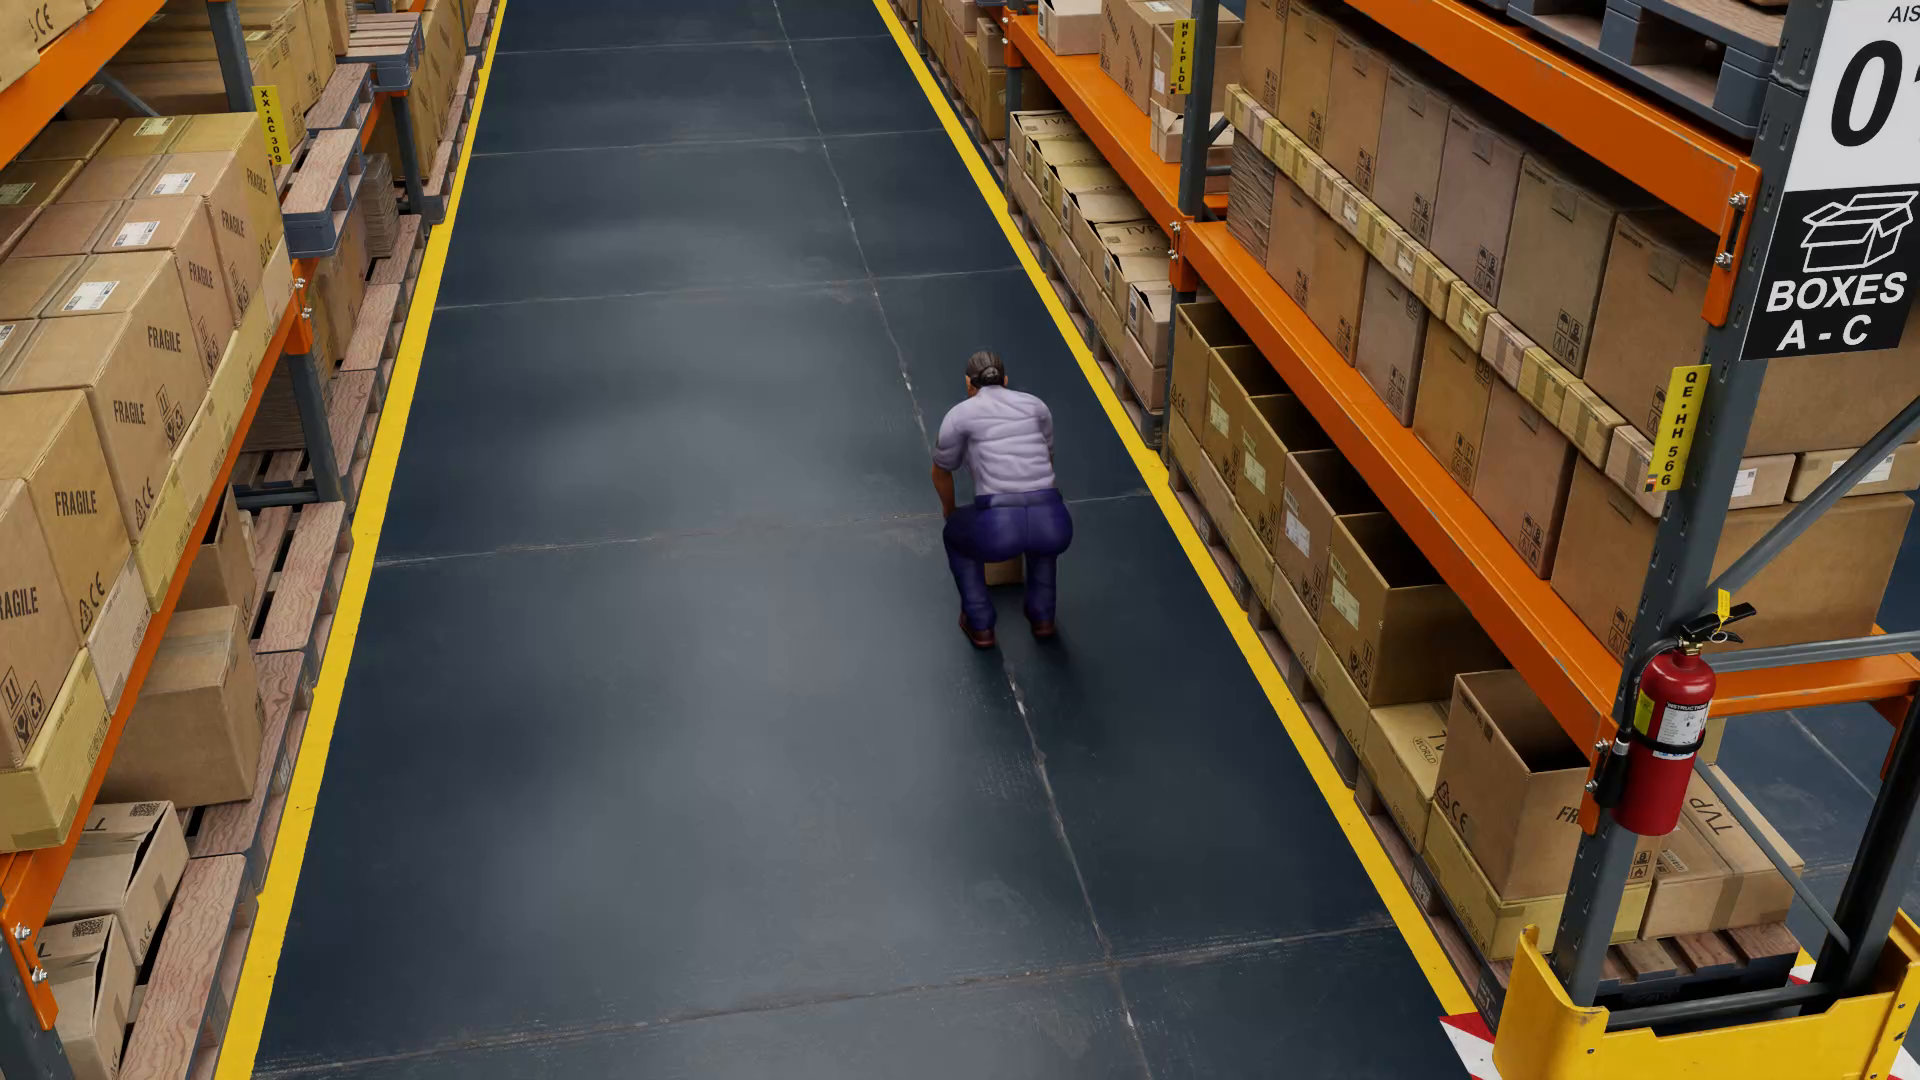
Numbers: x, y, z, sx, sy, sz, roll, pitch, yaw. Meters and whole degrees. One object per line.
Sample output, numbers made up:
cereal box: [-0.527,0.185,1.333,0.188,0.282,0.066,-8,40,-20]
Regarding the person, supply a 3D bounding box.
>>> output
person: [0.164,-0.157,6.911,0.535,1.141,0.685,-5,31,-8]
